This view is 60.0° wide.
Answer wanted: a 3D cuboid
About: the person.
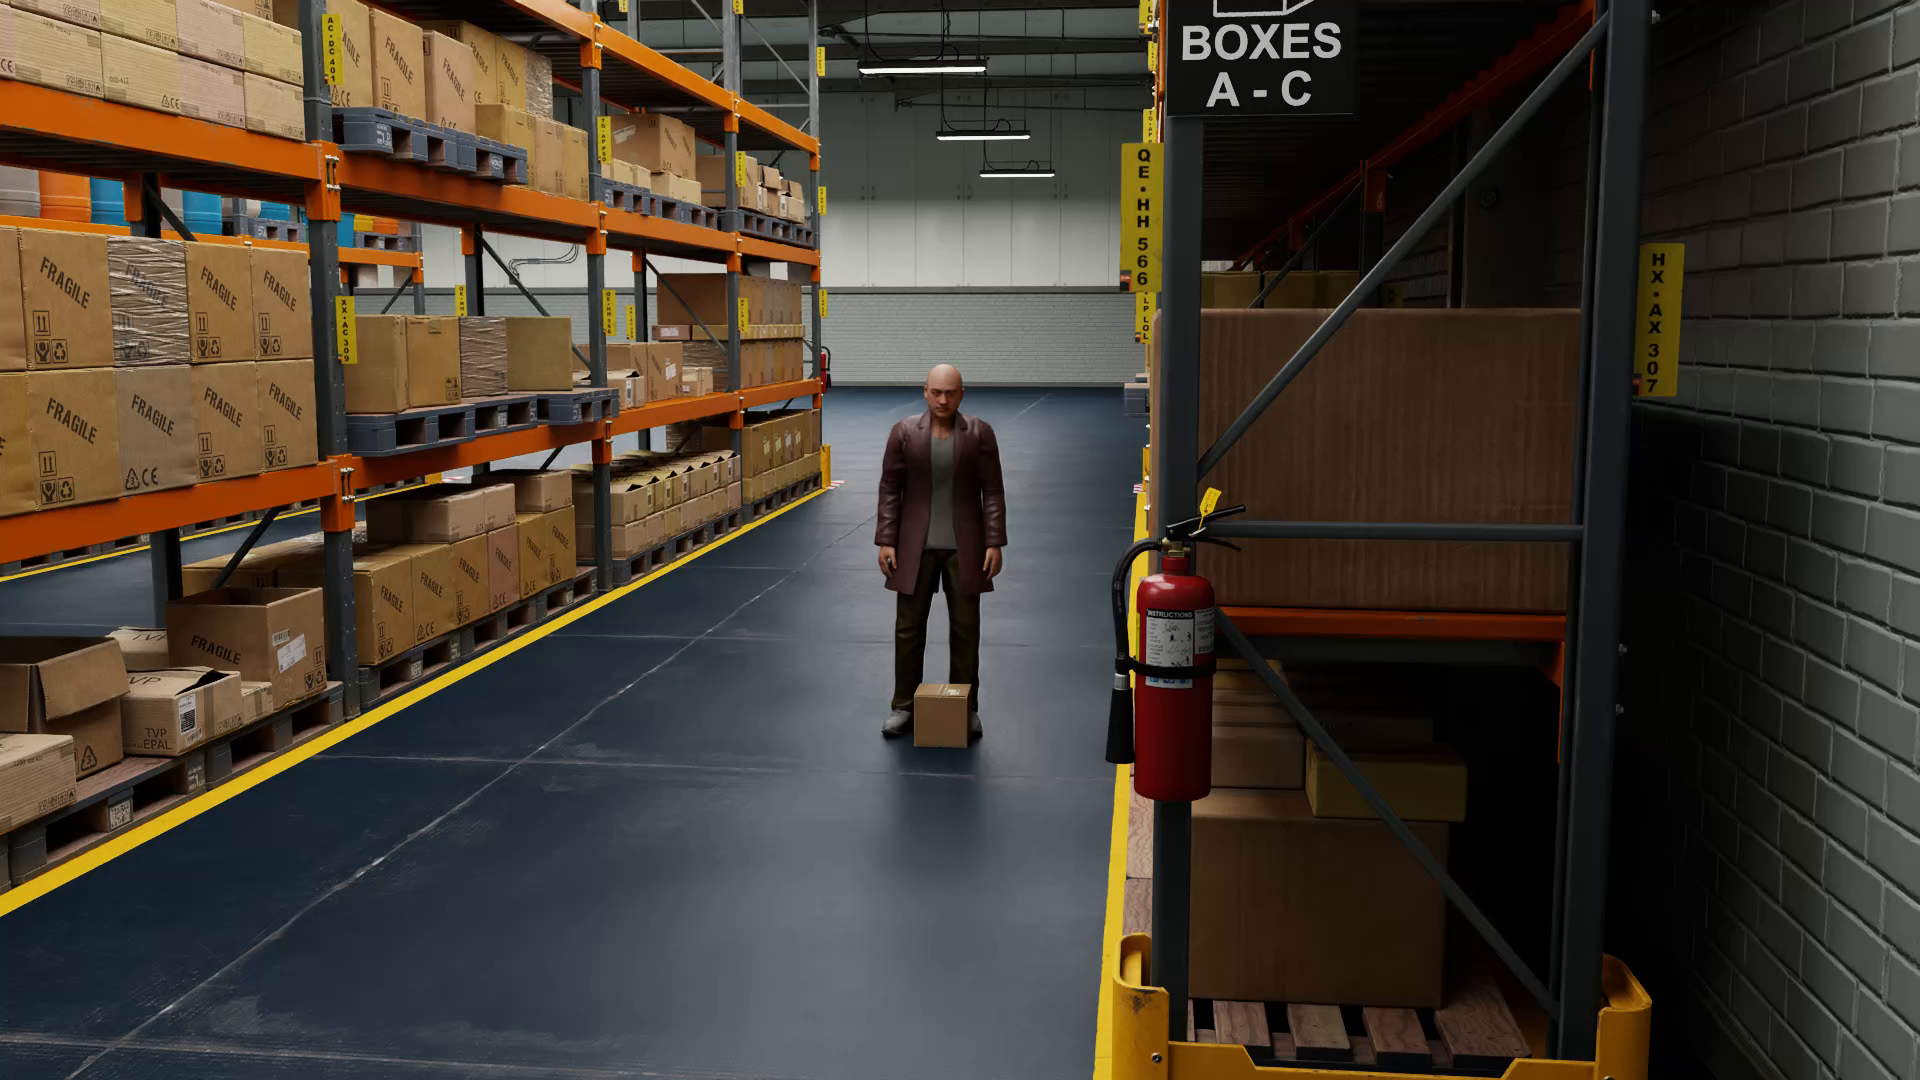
[{"bbox_3d":[-0.092,0.042,8.020,0.642,1.774,0.425,0,7,1],"label":"person"}]
